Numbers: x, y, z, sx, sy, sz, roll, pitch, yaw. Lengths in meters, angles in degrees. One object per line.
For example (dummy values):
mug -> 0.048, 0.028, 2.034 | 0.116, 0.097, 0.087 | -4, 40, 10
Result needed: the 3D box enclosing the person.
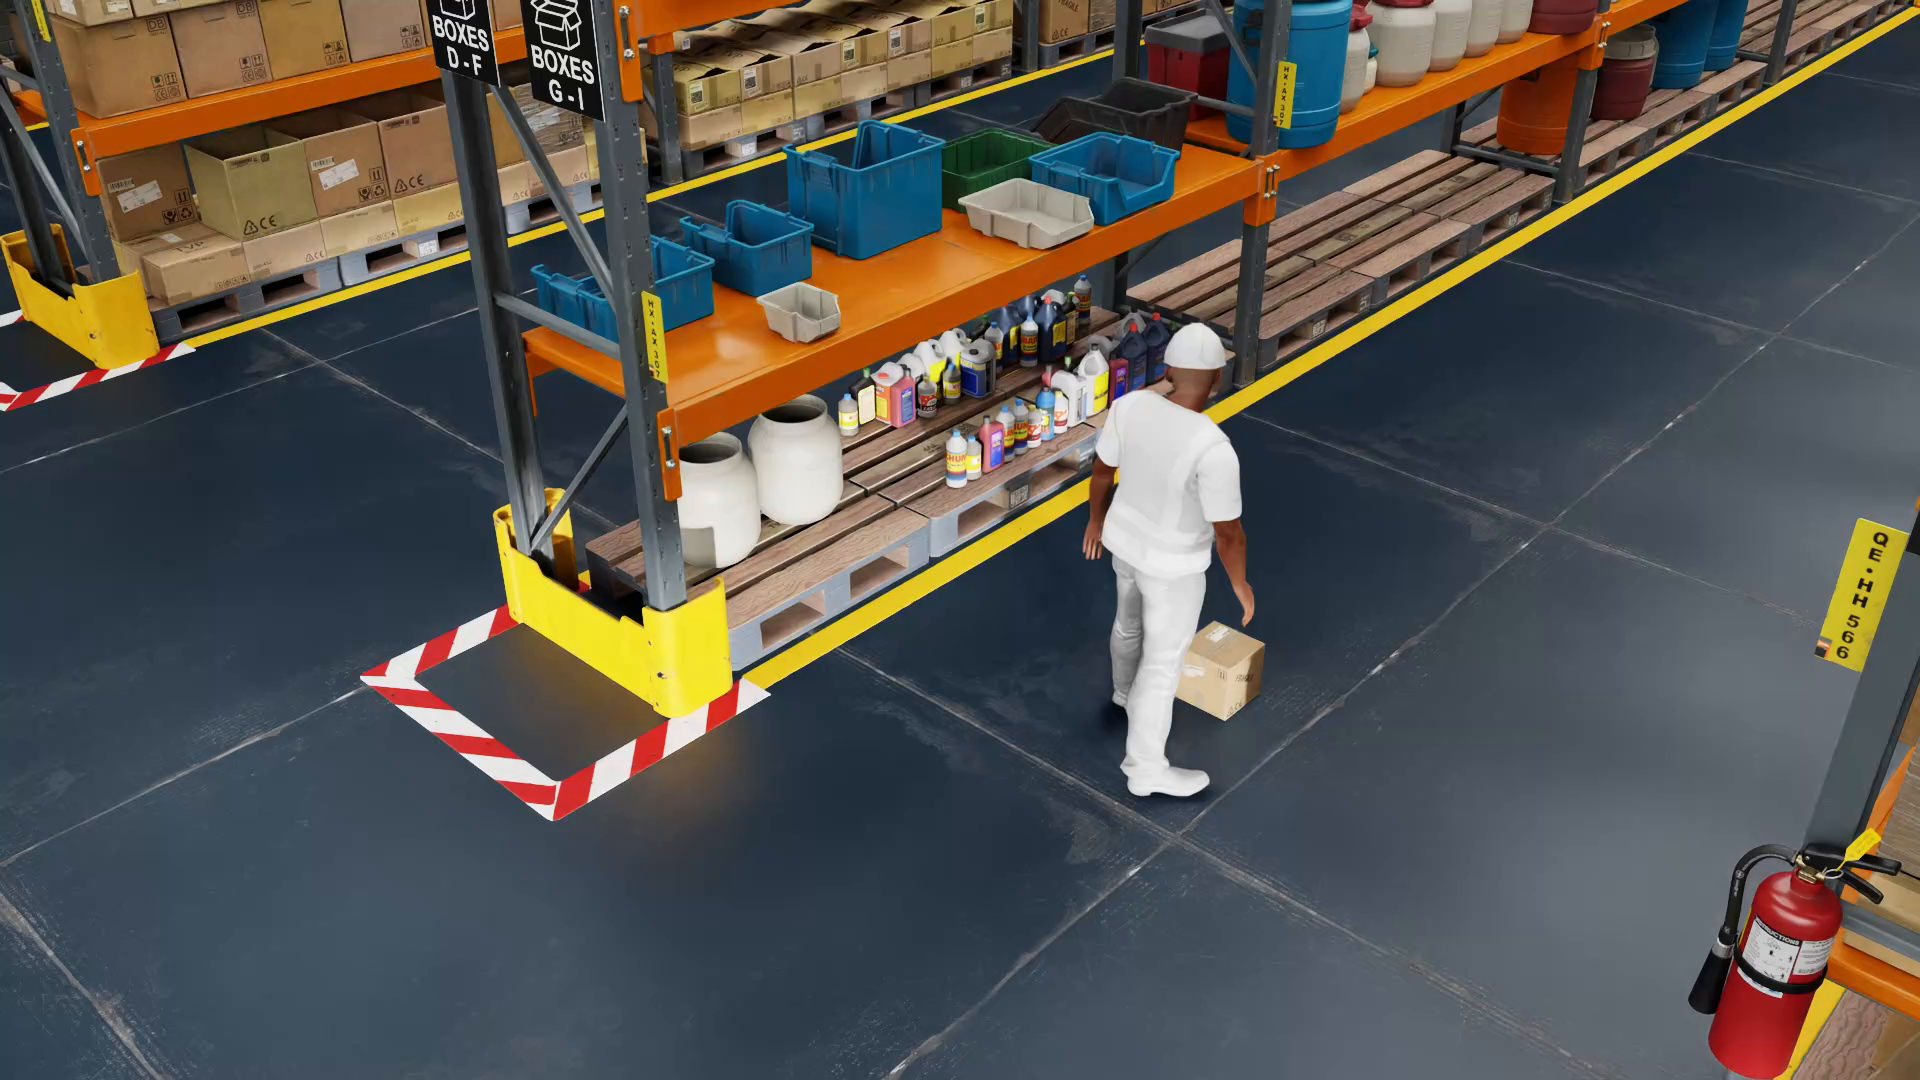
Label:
person -> 0.750, 0.042, 6.043 | 0.581, 1.784, 0.728 | -19, 36, -29
